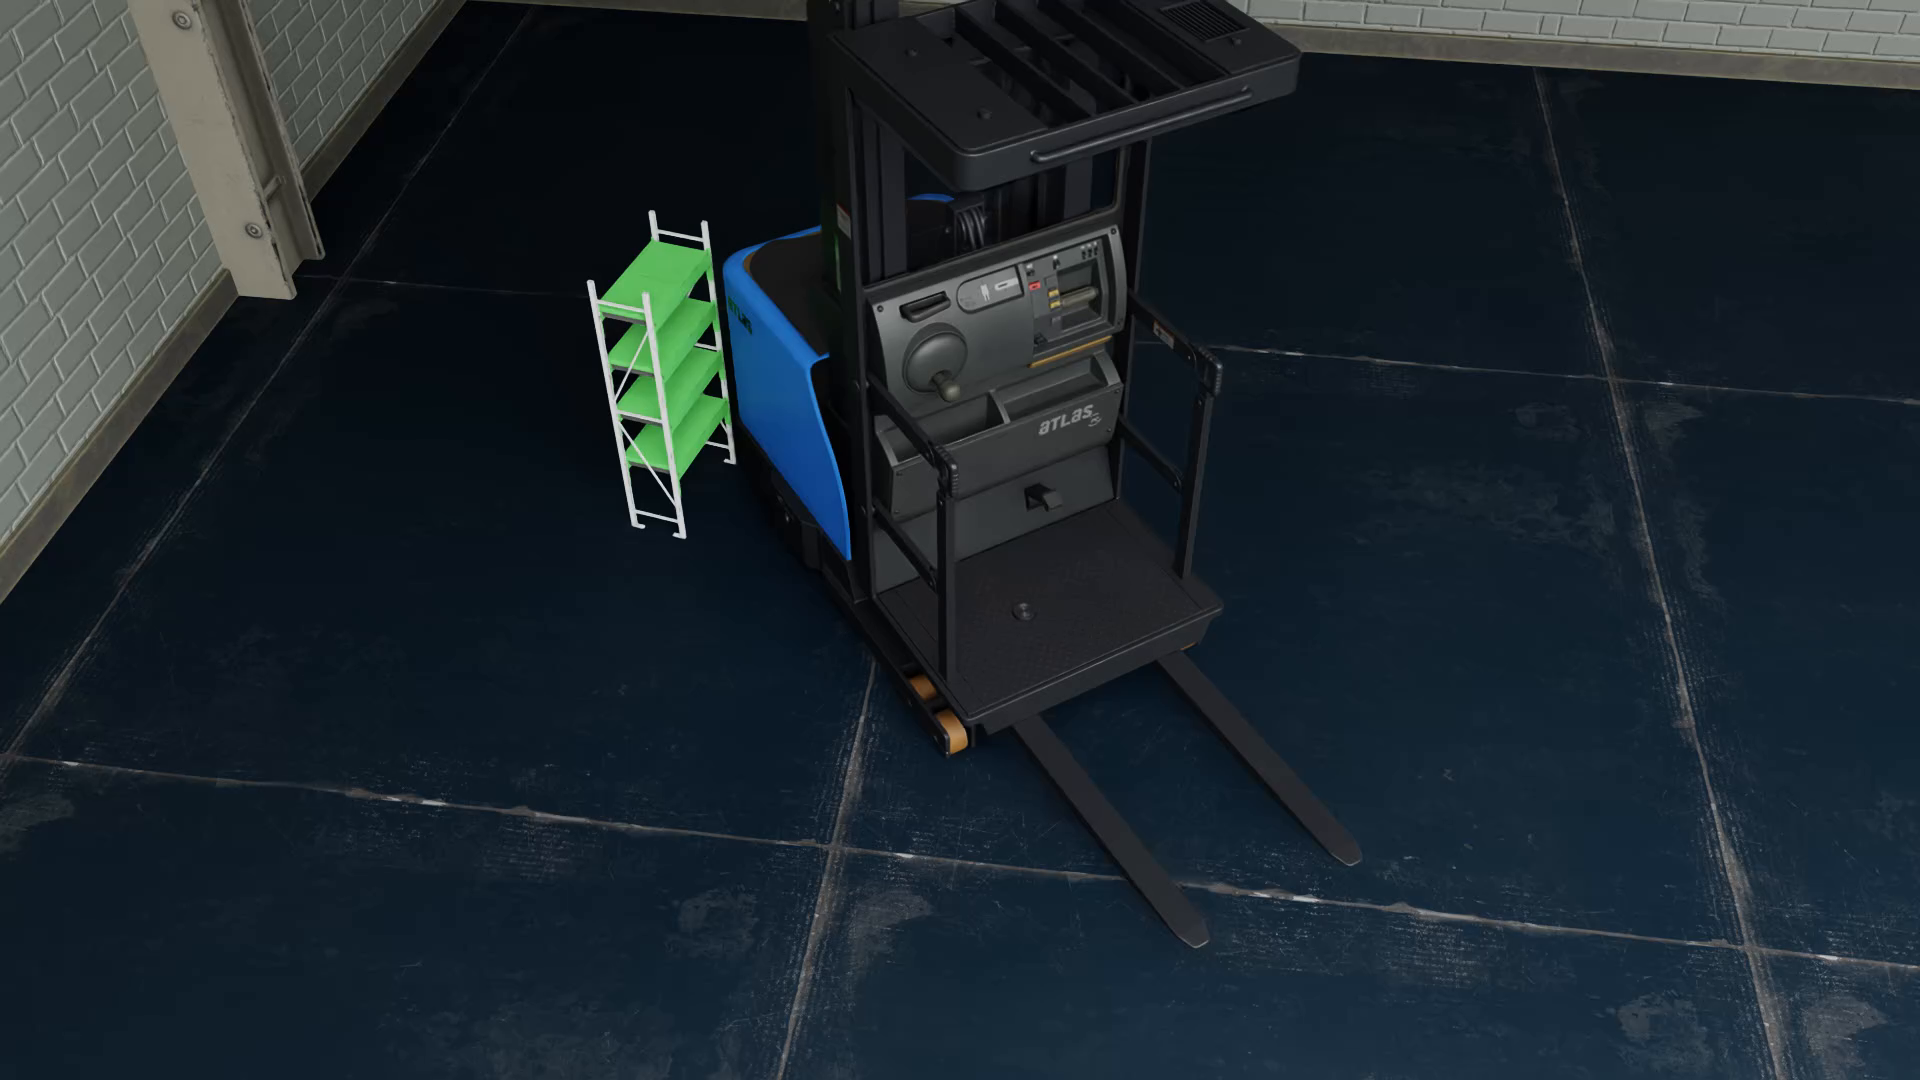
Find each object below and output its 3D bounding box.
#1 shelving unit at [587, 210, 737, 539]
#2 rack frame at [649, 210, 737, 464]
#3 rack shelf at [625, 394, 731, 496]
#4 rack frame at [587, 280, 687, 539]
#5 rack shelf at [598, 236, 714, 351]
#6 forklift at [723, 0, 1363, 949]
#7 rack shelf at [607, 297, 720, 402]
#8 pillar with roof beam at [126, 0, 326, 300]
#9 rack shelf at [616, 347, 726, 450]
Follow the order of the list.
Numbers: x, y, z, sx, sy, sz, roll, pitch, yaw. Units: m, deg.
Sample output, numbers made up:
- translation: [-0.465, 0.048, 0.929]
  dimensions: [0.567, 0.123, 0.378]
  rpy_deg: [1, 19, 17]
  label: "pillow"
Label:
- translation: [-1.148, -0.630, 6.543]
  dimensions: [0.258, 1.200, 0.503]
  rpy_deg: [13, 45, 14]
  label: "shelving unit"
- translation: [-1.069, -0.789, 6.710]
  dimensions: [0.240, 1.200, 0.015]
  rpy_deg: [13, 45, 14]
  label: "rack frame"
- translation: [-1.148, -0.409, 6.752]
  dimensions: [0.258, 0.148, 0.480]
  rpy_deg: [13, 45, 14]
  label: "rack shelf"
- translation: [-1.228, -0.471, 6.375]
  dimensions: [0.240, 1.200, 0.015]
  rpy_deg: [13, 45, 14]
  label: "rack frame"
- translation: [-1.148, -0.932, 6.257]
  dimensions: [0.258, 0.148, 0.480]
  rpy_deg: [13, 45, 14]
  label: "rack shelf"
- translation: [0.250, -0.663, 5.319]
  dimensions: [1.130, 2.935, 3.031]
  rpy_deg: [-22, 48, -21]
  label: "forklift"
- translation: [-1.148, -0.758, 6.422]
  dimensions: [0.258, 0.148, 0.480]
  rpy_deg: [13, 45, 14]
  label: "rack shelf"
- translation: [0.944, -4.177, 4.616]
  dimensions: [9.100, 9.000, 0.400]
  rpy_deg: [5, 44, 6]
  label: "pillar with roof beam"
- translation: [-1.148, -0.584, 6.587]
  dimensions: [0.258, 0.148, 0.480]
  rpy_deg: [13, 45, 14]
  label: "rack shelf"
